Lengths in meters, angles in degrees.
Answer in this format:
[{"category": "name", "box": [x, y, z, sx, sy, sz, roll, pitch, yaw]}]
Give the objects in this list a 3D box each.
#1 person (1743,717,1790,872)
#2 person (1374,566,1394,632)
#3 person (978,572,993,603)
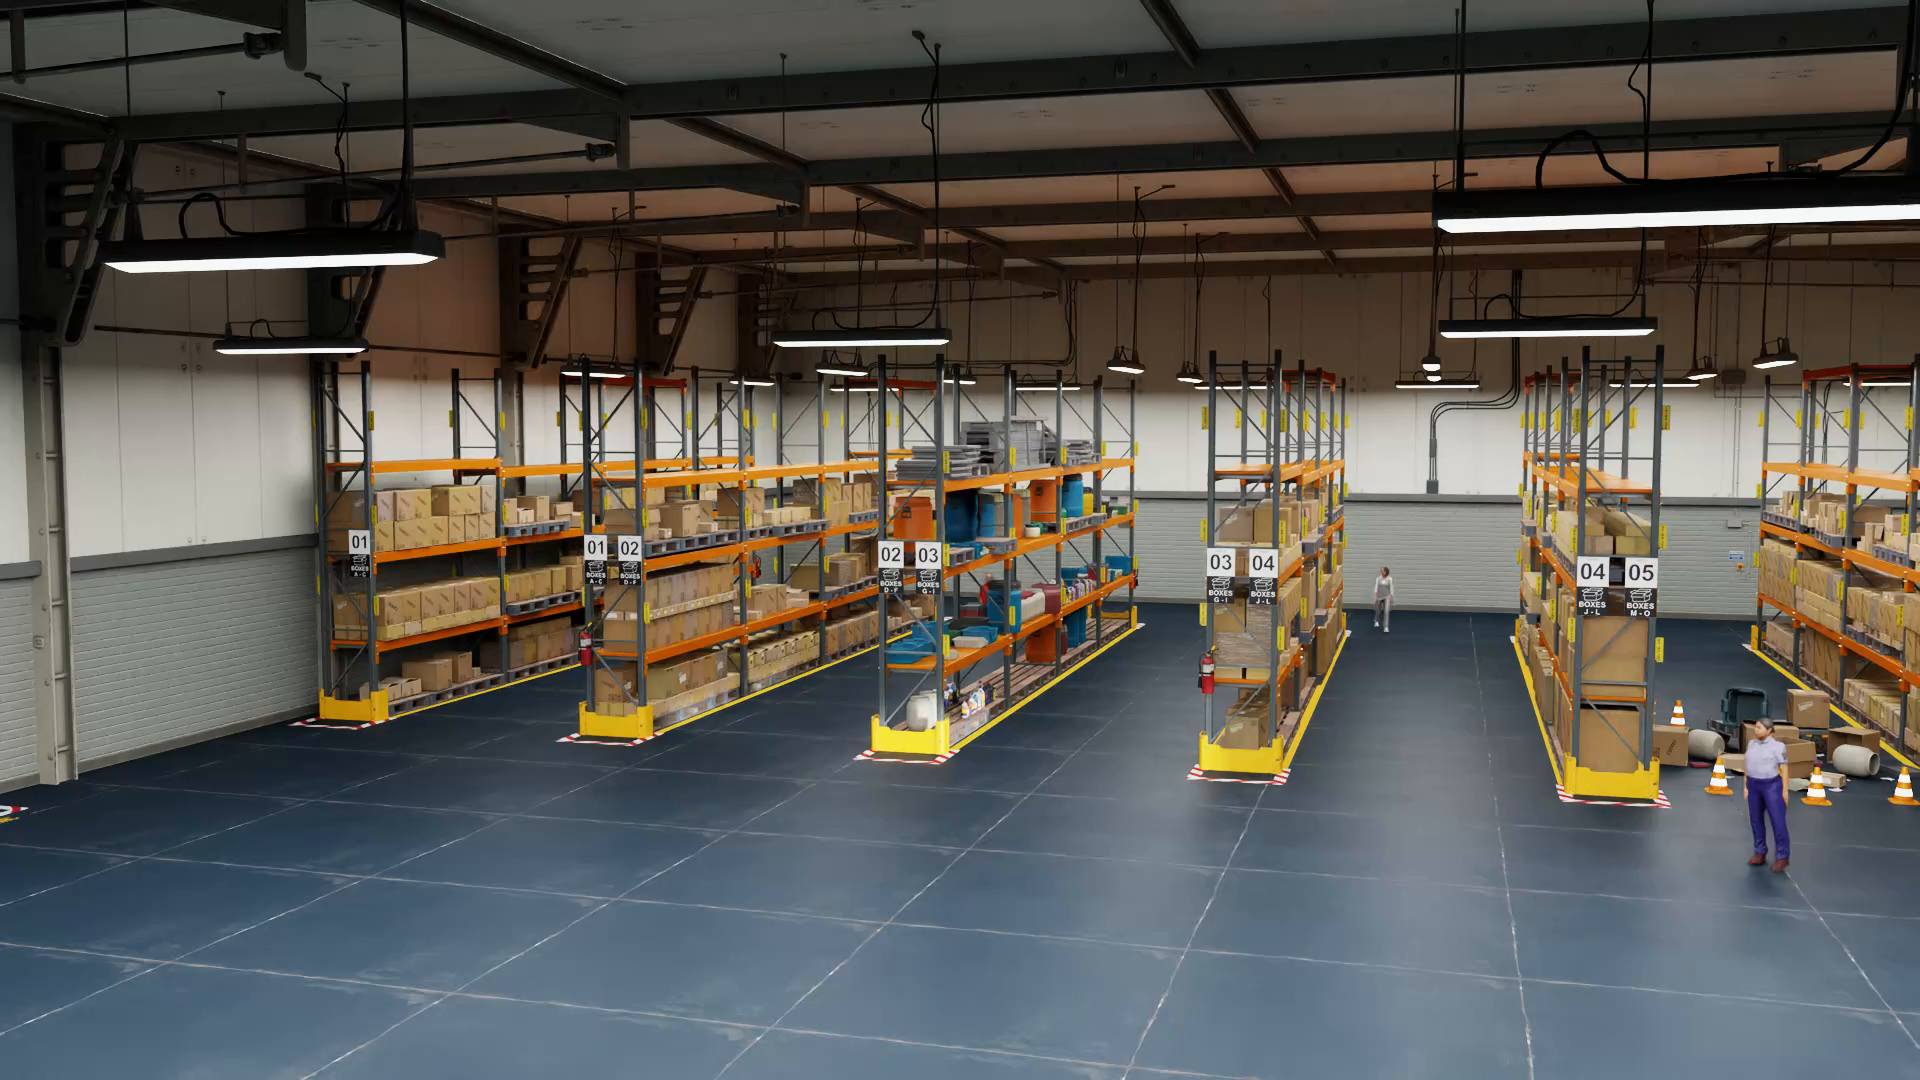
[{"category": "person", "box": [9.080, 2.842, 18.750, 0.405, 1.663, 0.594, -3, 5, -33]}, {"category": "person", "box": [10.084, 1.391, 39.605, 0.475, 1.549, 0.868, 1, 4, 8]}, {"category": "person", "box": [0.670, 1.545, 36.462, 0.608, 1.682, 0.788, 2, 5, 26]}]
